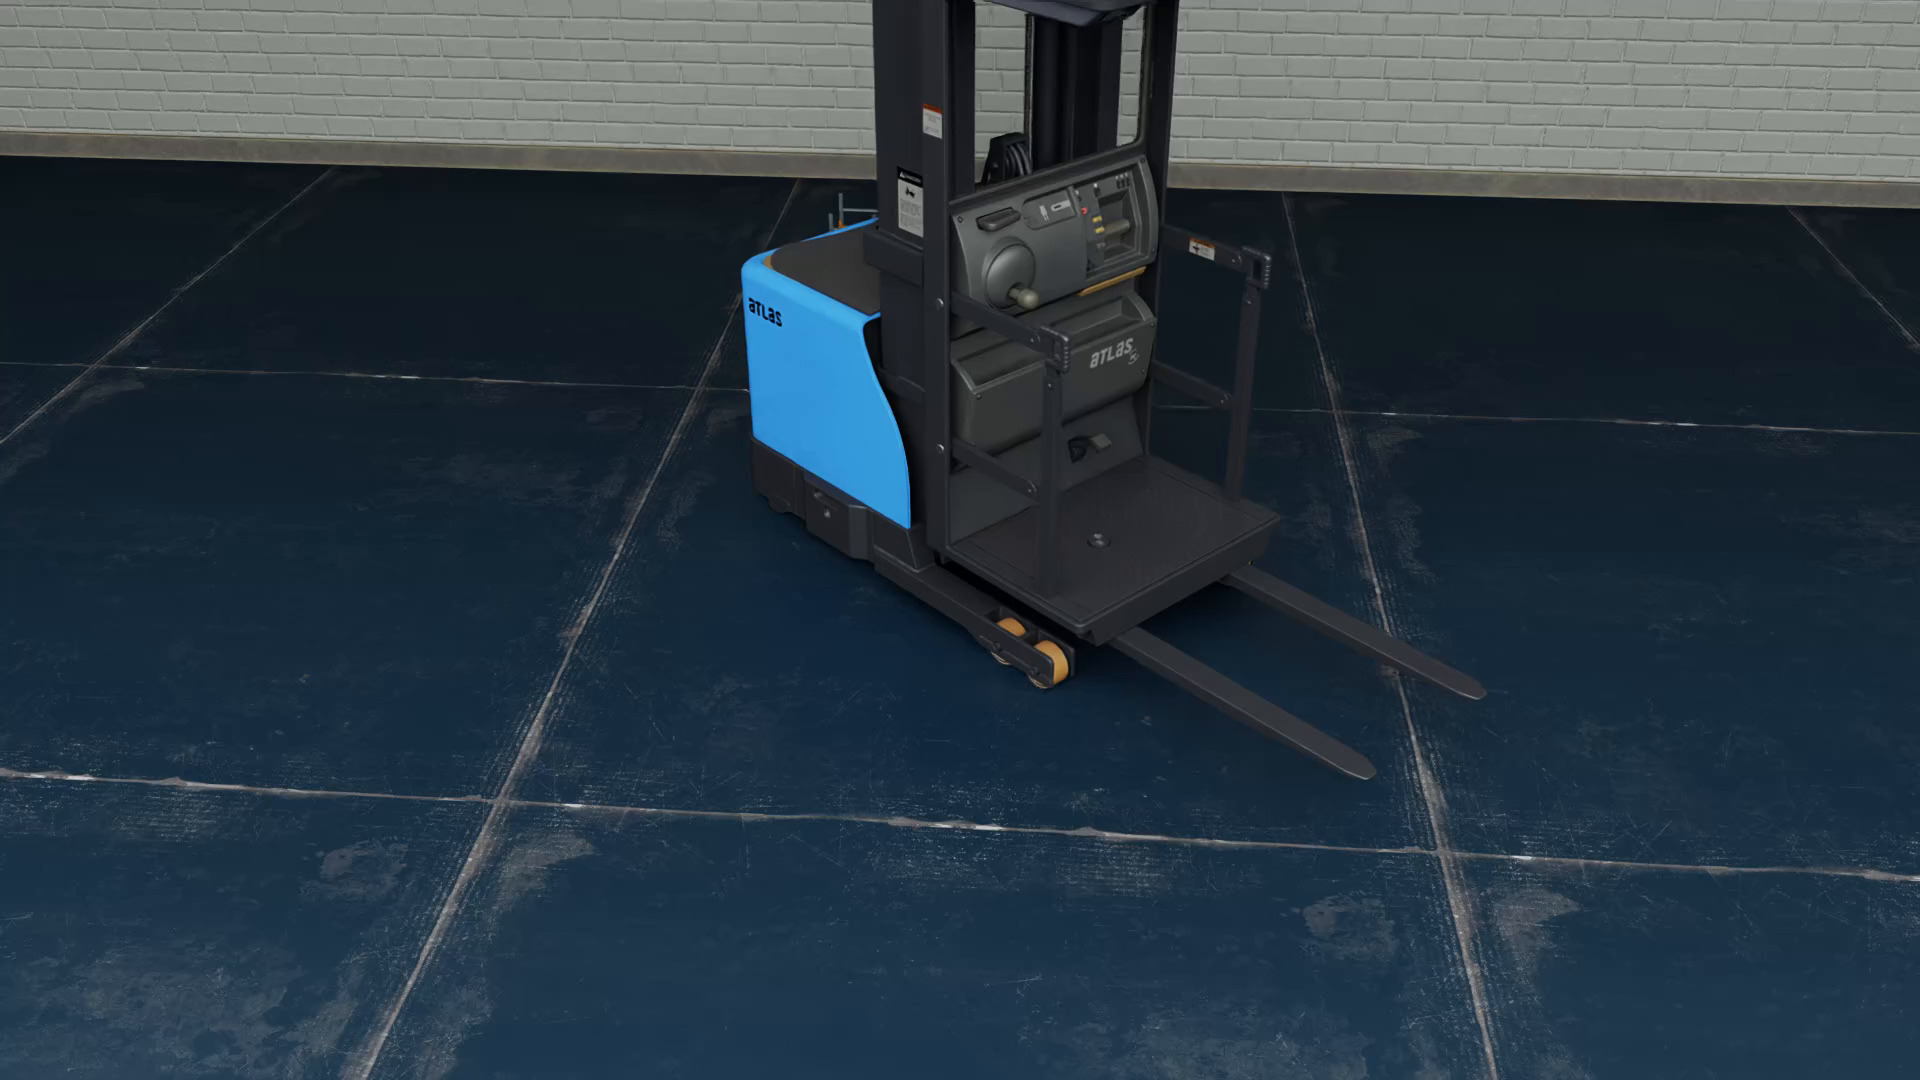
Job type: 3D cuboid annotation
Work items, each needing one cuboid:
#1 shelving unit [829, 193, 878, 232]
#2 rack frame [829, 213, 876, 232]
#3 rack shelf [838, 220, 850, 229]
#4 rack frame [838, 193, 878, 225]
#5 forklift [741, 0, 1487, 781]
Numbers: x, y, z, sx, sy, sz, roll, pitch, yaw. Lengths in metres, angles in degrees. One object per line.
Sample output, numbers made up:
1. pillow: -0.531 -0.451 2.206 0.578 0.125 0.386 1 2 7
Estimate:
1. shelving unit: -0.437 -0.981 7.341 0.215 1.050 0.252 3 32 5
2. rack frame: -0.450 -0.917 7.238 0.200 1.050 0.008 3 32 5
3. rack shelf: -0.437 -1.214 7.198 0.215 0.259 0.240 3 32 5
4. rack frame: -0.425 -1.045 7.445 0.200 1.050 0.008 3 32 5
5. forklift: 0.487 -1.025 5.620 1.130 2.935 3.031 -25 40 -35
